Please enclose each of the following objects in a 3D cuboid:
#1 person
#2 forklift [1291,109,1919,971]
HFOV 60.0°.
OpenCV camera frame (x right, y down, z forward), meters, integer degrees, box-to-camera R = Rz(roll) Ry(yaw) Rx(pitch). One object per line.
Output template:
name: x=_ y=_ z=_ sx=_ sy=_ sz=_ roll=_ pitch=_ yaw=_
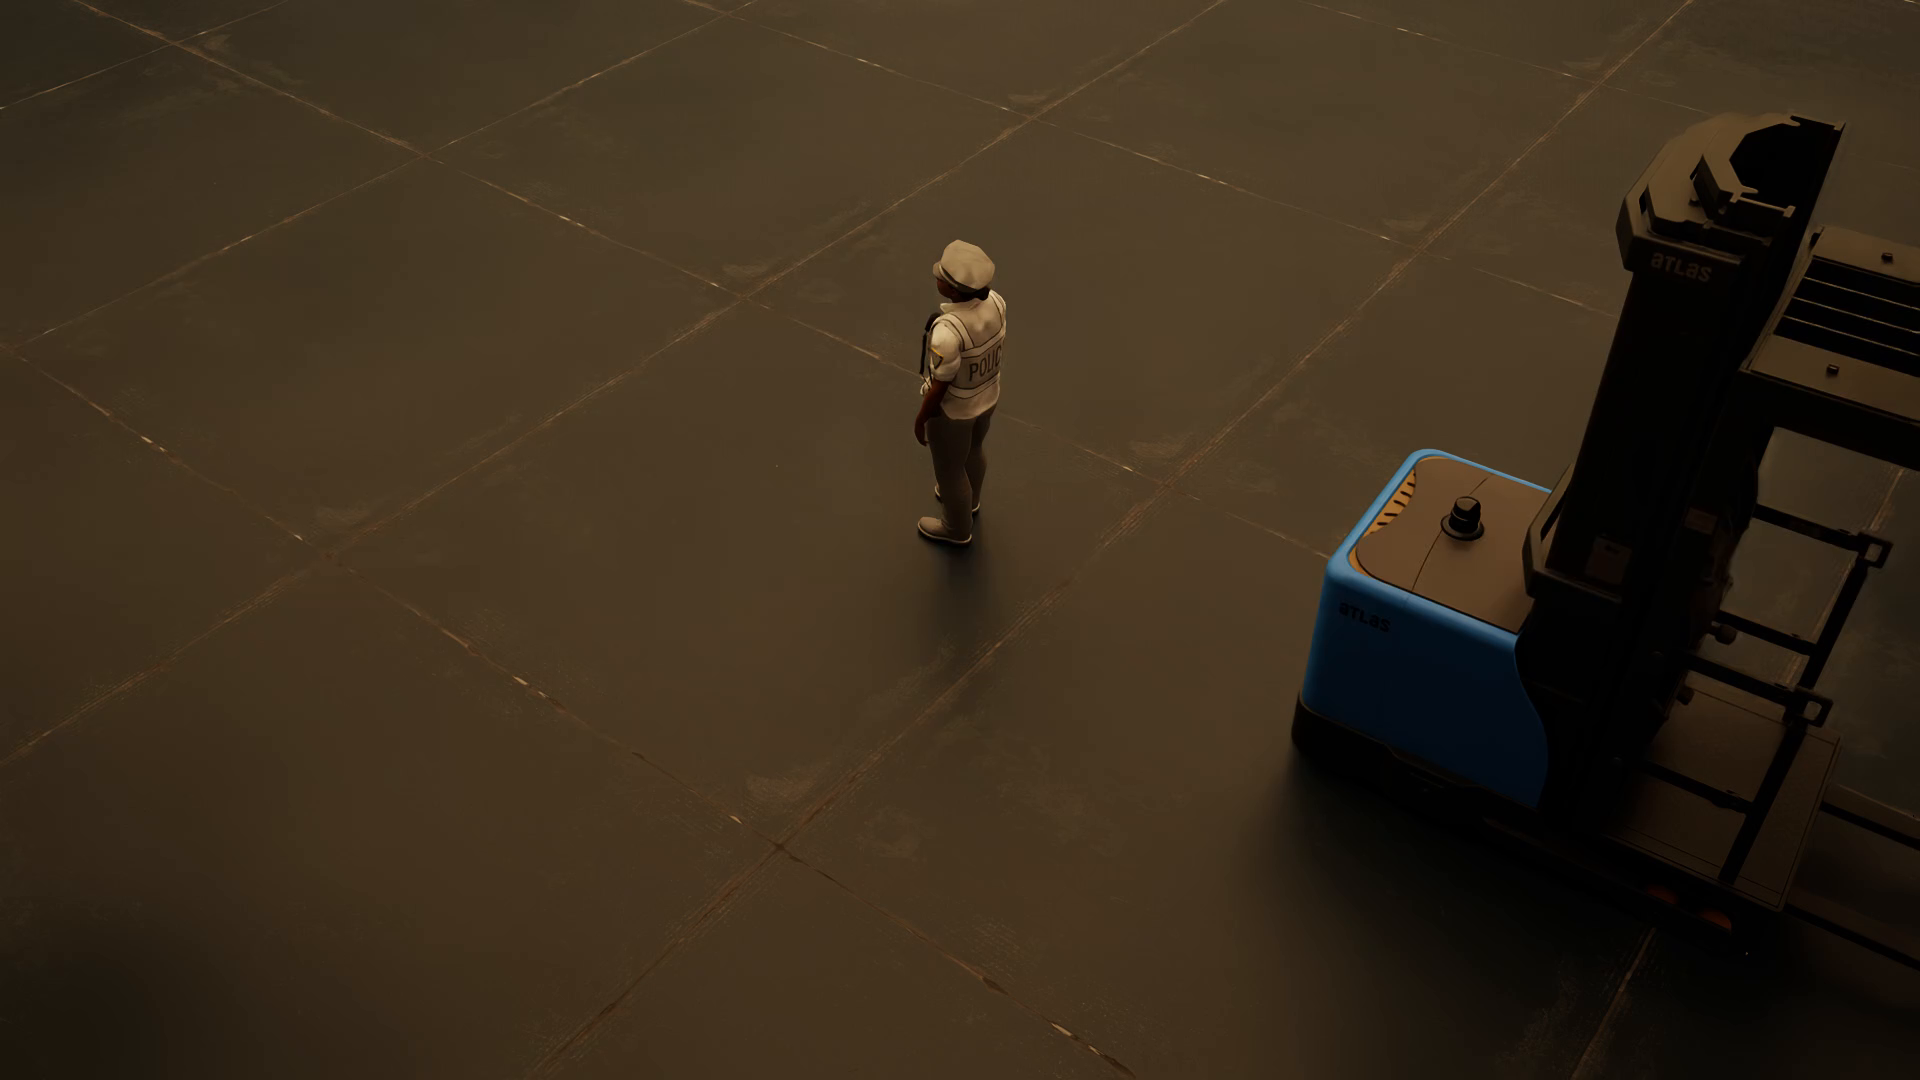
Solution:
person: x=-0.048 y=-0.690 z=7.826 sx=0.528 sy=1.695 sz=0.569 roll=26 pitch=47 yaw=28
forklift: x=2.948 y=0.077 z=5.983 sx=3.031 sy=2.935 sz=1.130 roll=24 pitch=46 yaw=25
